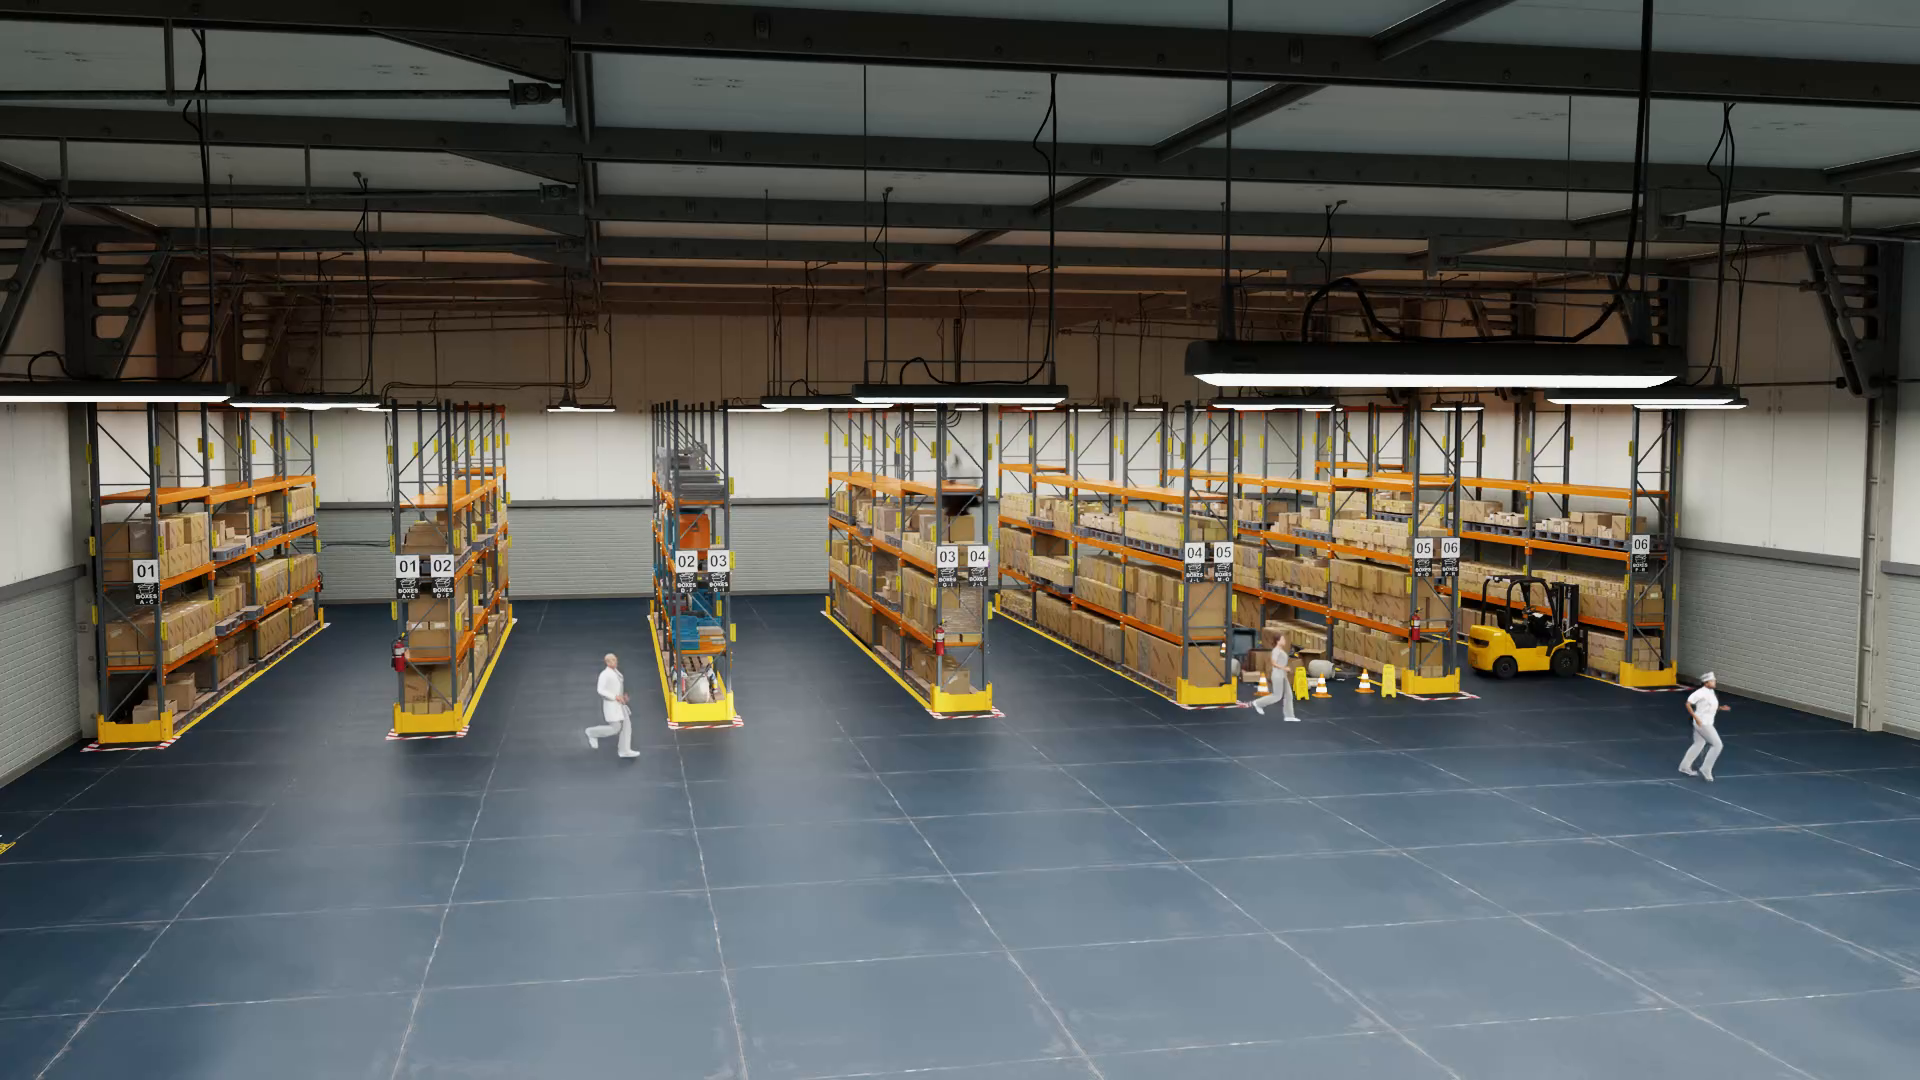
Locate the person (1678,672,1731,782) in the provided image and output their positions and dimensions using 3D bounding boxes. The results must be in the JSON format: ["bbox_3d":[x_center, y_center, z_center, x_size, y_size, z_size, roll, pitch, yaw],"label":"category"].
[{"bbox_3d":[11.709,2.928,26.140,0.725,1.751,0.545,3,5,31],"label":"person"}]

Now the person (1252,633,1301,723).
[{"bbox_3d":[5.916,2.563,30.999,0.901,1.659,0.571,2,5,23],"label":"person"}]

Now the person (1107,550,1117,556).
[{"bbox_3d":[4.598,1.035,50.759,0.653,1.735,0.719,0,4,-3],"label":"person"}]

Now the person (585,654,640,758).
[{"bbox_3d":[-5.790,2.770,27.814,0.926,1.747,0.724,1,4,14],"label":"person"}]
